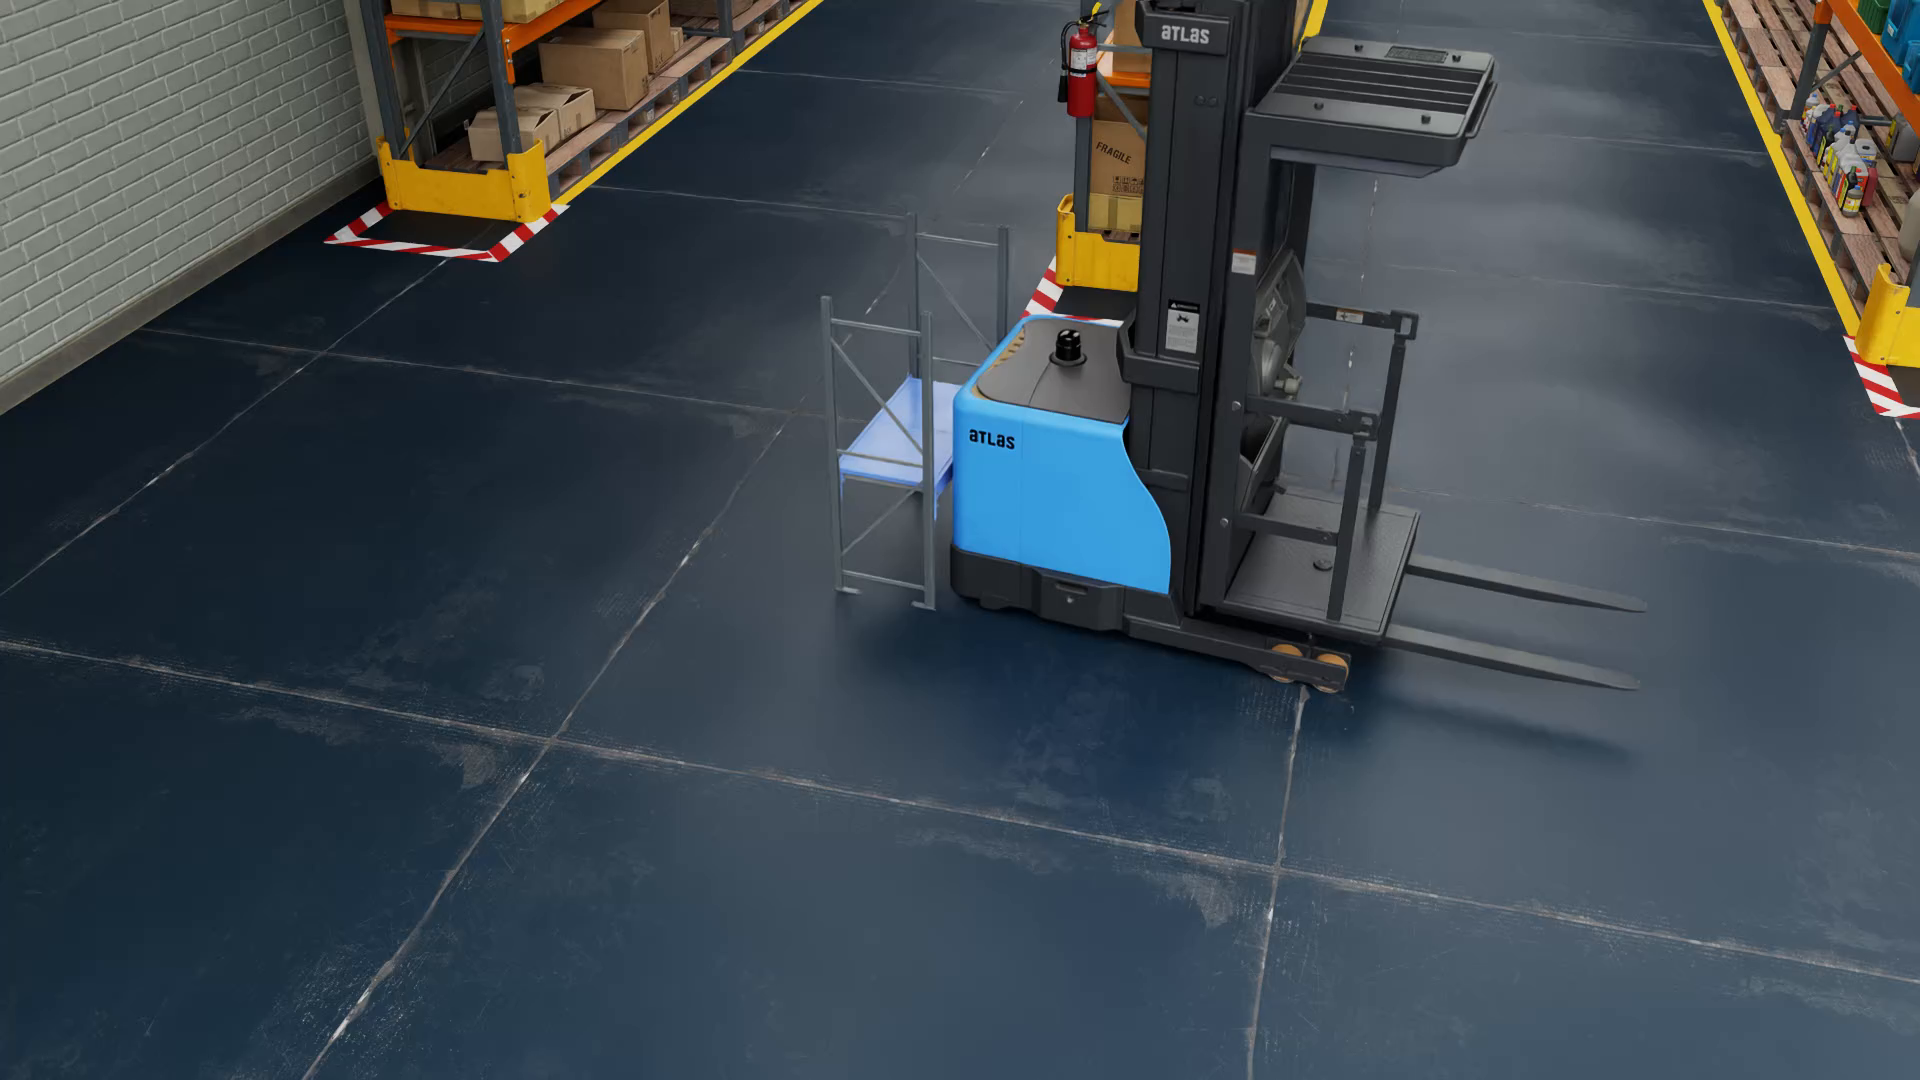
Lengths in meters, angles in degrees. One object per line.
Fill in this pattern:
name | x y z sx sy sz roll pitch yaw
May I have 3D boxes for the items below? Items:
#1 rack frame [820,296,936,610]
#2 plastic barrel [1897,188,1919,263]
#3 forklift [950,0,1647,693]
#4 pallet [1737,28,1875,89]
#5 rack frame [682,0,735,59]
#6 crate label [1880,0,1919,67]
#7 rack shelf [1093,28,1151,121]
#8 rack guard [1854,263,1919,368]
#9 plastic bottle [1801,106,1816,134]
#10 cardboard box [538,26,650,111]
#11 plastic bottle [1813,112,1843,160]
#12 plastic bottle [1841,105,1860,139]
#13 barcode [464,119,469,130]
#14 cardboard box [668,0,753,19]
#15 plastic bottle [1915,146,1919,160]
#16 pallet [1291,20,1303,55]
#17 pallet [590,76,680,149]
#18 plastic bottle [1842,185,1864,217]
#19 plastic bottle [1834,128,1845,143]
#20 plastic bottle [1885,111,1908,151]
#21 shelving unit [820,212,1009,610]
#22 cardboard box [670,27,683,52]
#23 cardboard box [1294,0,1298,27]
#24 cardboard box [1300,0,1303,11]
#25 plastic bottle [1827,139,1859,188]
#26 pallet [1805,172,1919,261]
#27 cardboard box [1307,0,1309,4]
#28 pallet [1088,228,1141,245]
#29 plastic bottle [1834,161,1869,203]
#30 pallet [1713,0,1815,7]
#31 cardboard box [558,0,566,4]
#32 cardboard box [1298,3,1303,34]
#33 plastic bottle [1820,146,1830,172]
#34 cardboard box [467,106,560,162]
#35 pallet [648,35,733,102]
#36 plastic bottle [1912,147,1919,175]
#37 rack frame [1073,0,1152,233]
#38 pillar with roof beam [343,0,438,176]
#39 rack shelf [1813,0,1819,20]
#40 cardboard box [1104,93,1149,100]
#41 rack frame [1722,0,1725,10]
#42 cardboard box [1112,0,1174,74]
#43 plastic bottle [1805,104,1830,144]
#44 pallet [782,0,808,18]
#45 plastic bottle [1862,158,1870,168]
rack frame | -0.354 -0.358 7.415 0.500 1.500 0.032 11 34 16
plastic barrel | 6.237 -2.025 10.567 0.421 0.512 0.421 0 32 0
forklift | 1.522 -0.899 6.933 3.031 2.935 1.130 12 34 18
pallet | 7.501 -4.233 14.711 1.003 0.211 1.213 8 33 12
rack frame | -2.551 -5.710 14.436 1.000 3.000 0.127 8 33 12
crate label | 6.222 -3.293 10.600 0.502 0.435 0.616 8 33 12
rack shelf | 1.734 -3.696 11.939 1.077 0.370 4.000 8 33 12
rack guard | 5.990 -1.277 9.792 1.175 0.500 0.348 8 33 12
plastic bottle | 6.501 -3.208 12.698 0.097 0.201 0.097 0 32 0
cardboard box | -2.924 -3.782 13.323 0.700 0.500 0.500 6 33 9
plastic bottle | 6.377 -2.969 12.183 0.144 0.351 0.185 7 33 10
plastic bottle | 6.565 -3.047 12.306 0.144 0.351 0.185 8 33 12
barcode | -3.686 -3.100 12.418 0.001 0.075 0.075 8 33 12
cardboard box | -2.380 -5.225 15.593 0.700 0.500 0.500 9 34 14
plastic bottle | 7.098 -2.956 12.163 0.144 0.351 0.185 6 33 10
pallet | 2.698 -4.884 15.735 1.003 0.211 1.213 8 33 12
pallet | -2.995 -3.545 13.630 1.003 0.211 1.213 8 33 12
plastic bottle | 6.059 -2.303 11.275 0.097 0.201 0.097 0 32 0
plastic bottle | 6.376 -2.854 12.076 0.097 0.271 0.097 0 32 0
plastic bottle | 7.008 -3.075 12.351 0.144 0.351 0.185 8 33 12
shelving unit | -0.183 -0.615 7.819 0.538 1.500 1.048 11 34 16
cardboard box | -2.658 -4.419 14.635 0.380 0.166 0.250 4 33 6
cardboard box | 2.587 -4.472 14.137 0.500 0.311 0.500 8 33 13
cardboard box | 2.849 -5.000 14.967 0.500 0.311 0.500 7 33 11
plastic bottle | 6.222 -2.652 11.684 0.144 0.351 0.185 9 34 14
pallet | 6.513 -2.207 11.524 1.003 0.211 1.213 8 33 12
cardboard box | 3.101 -5.296 15.956 0.500 0.250 0.500 9 33 13
pallet | 1.380 -2.188 11.495 1.003 0.211 1.213 8 33 12
plastic bottle | 6.149 -2.462 11.455 0.152 0.276 0.135 8 33 13
pallet | 8.206 -5.675 16.980 1.003 0.211 1.213 8 33 12
cardboard box | -3.017 -4.061 11.963 0.500 0.250 0.500 7 33 11
cardboard box | 2.843 -4.764 15.120 0.500 0.250 0.500 7 33 11
plastic bottle | 6.283 -2.762 11.997 0.097 0.201 0.097 0 32 0
cardboard box | -3.304 -3.032 12.320 0.500 0.311 0.500 4 33 7
pallet | -2.687 -4.180 14.629 1.003 0.211 1.213 8 33 12
plastic bottle | 6.911 -2.761 11.919 0.061 0.283 0.133 8 33 12
rack frame | 1.226 -2.962 10.113 1.000 3.000 0.127 8 33 12
pillar with roof beam | -0.061 -6.061 9.396 9.100 9.000 0.400 8 33 12
rack shelf | 7.539 -5.096 14.140 1.077 0.370 4.000 8 33 12
cardboard box | 1.314 -3.135 11.858 0.500 0.500 0.500 8 33 12
rack frame | 8.047 -6.437 15.580 1.000 3.000 0.127 8 33 12
cardboard box | 1.357 -3.245 10.465 0.700 0.500 0.500 8 33 12
plastic bottle | 6.471 -3.120 12.491 0.152 0.276 0.135 9 34 14
pallet | -2.047 -5.573 16.819 1.003 0.211 1.213 8 33 12
plastic bottle | 6.350 -2.595 11.734 0.097 0.201 0.097 0 32 0
